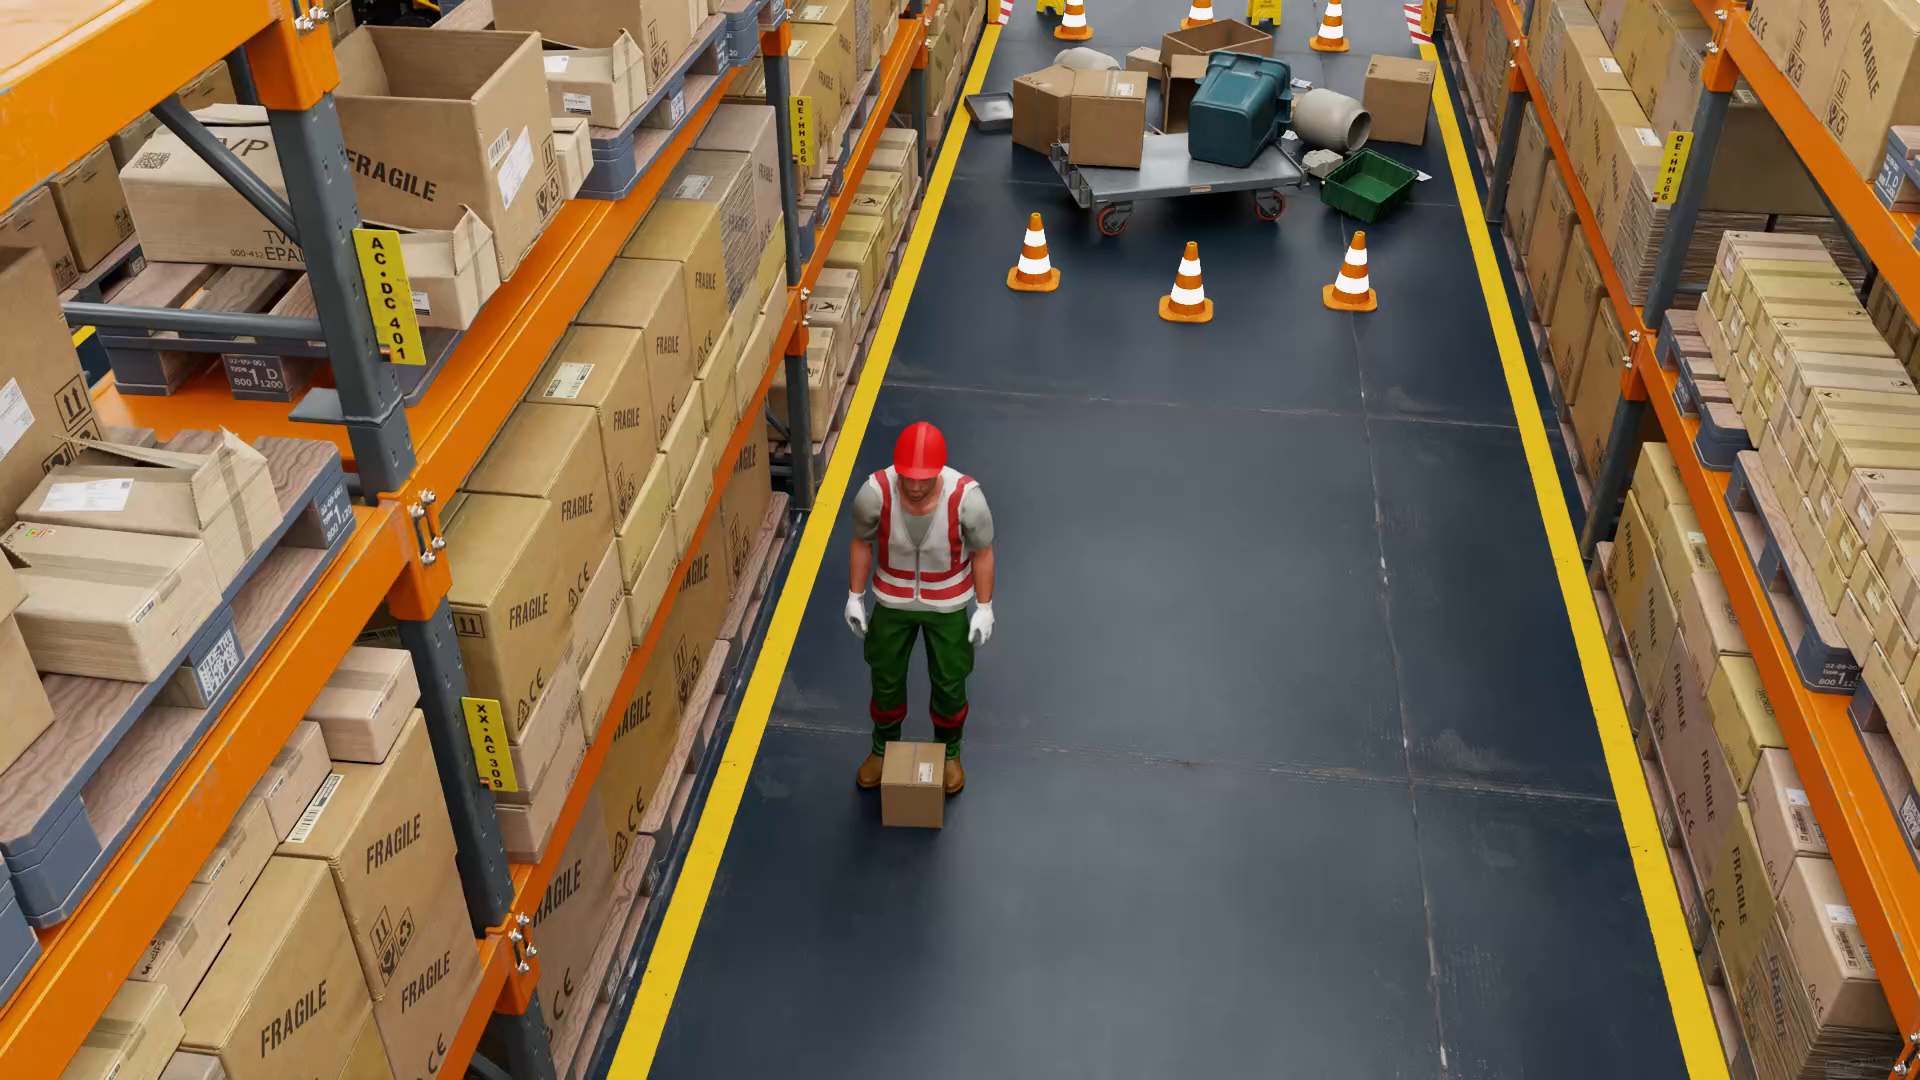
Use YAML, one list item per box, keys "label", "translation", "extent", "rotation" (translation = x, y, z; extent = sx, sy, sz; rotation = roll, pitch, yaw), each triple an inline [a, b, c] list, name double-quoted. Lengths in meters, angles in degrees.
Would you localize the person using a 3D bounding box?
- label: "person"
  translation: [-0.160, 0.269, 6.655]
  extent: [0.609, 1.779, 0.454]
  rotation: [4, 36, 6]
